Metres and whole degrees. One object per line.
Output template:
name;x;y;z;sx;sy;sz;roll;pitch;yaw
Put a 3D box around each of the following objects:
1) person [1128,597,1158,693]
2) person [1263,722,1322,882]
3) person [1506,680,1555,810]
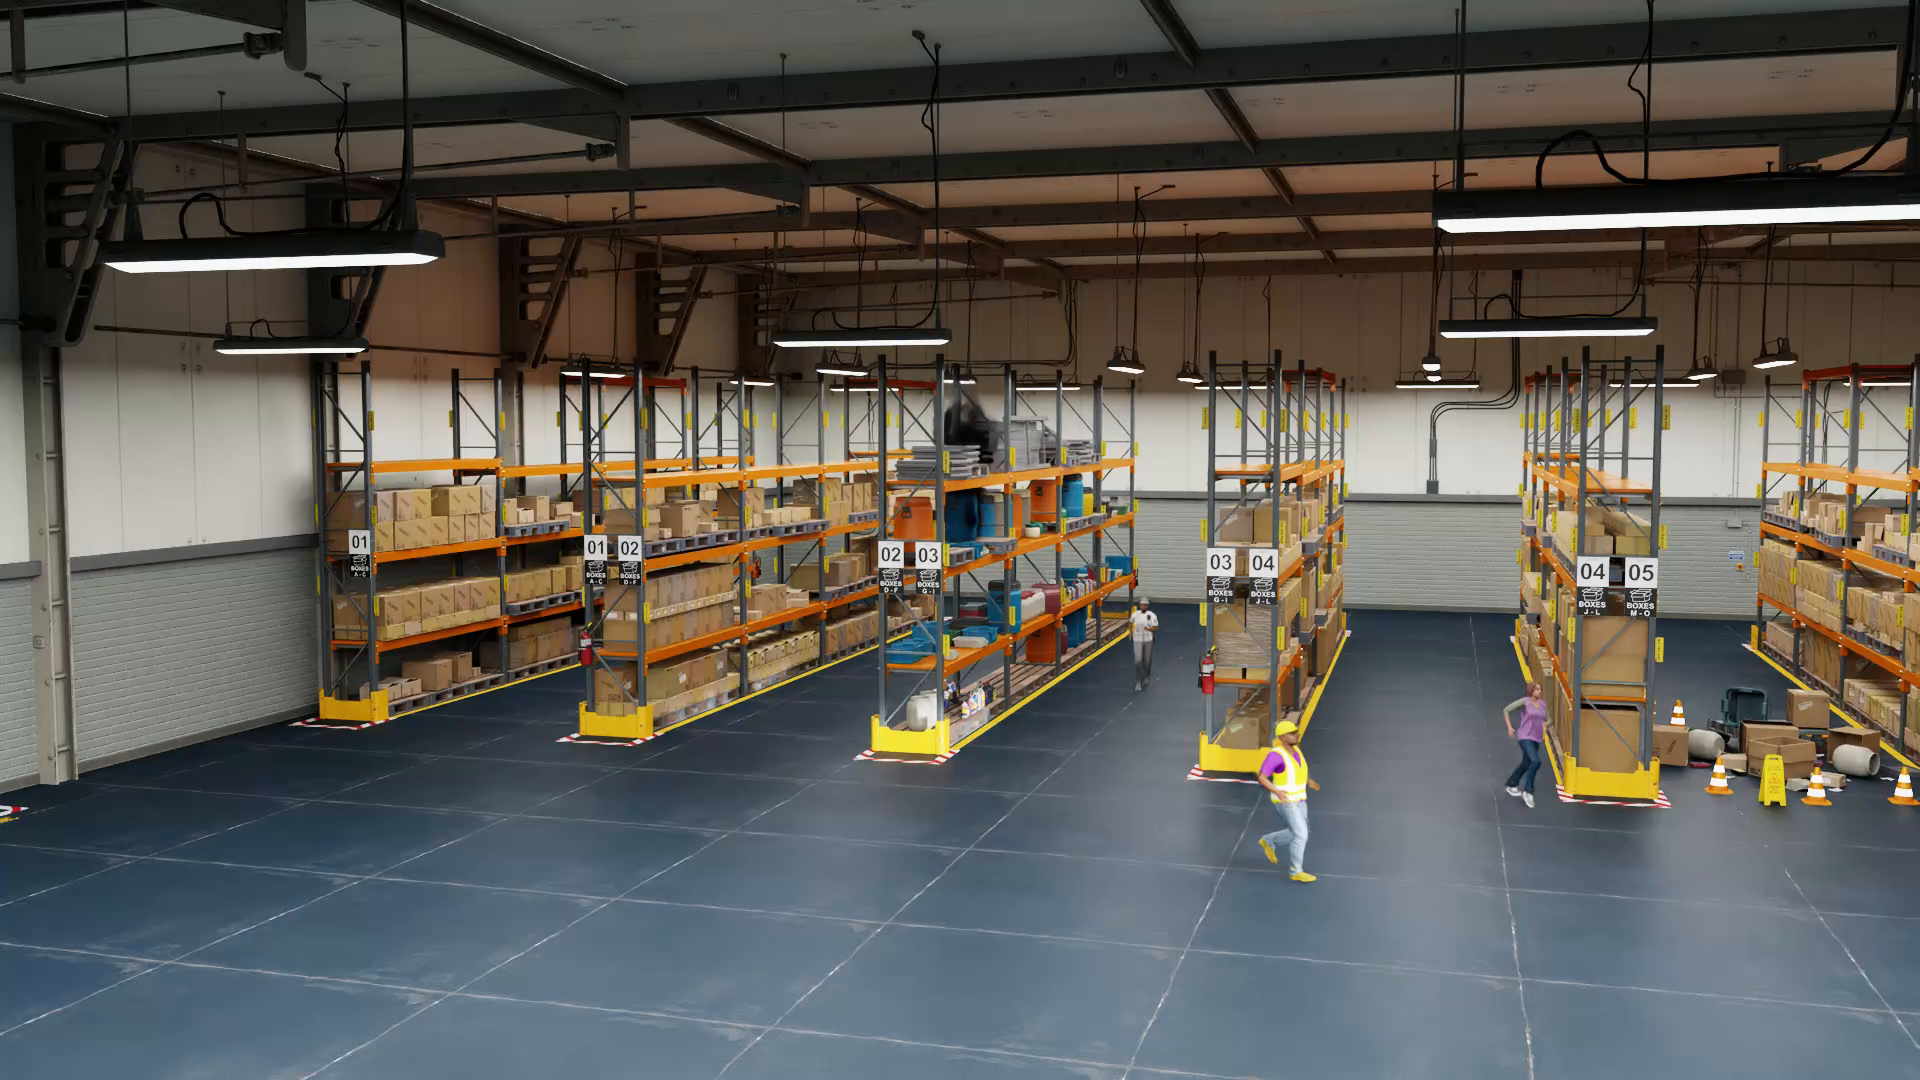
person;3.422;1.929;31.072;0.557;1.731;0.843;0;4;6
person;3.607;2.846;18.173;0.674;1.719;0.704;4;6;42
person;7.488;2.644;21.794;0.551;1.621;0.700;-2;5;-26
